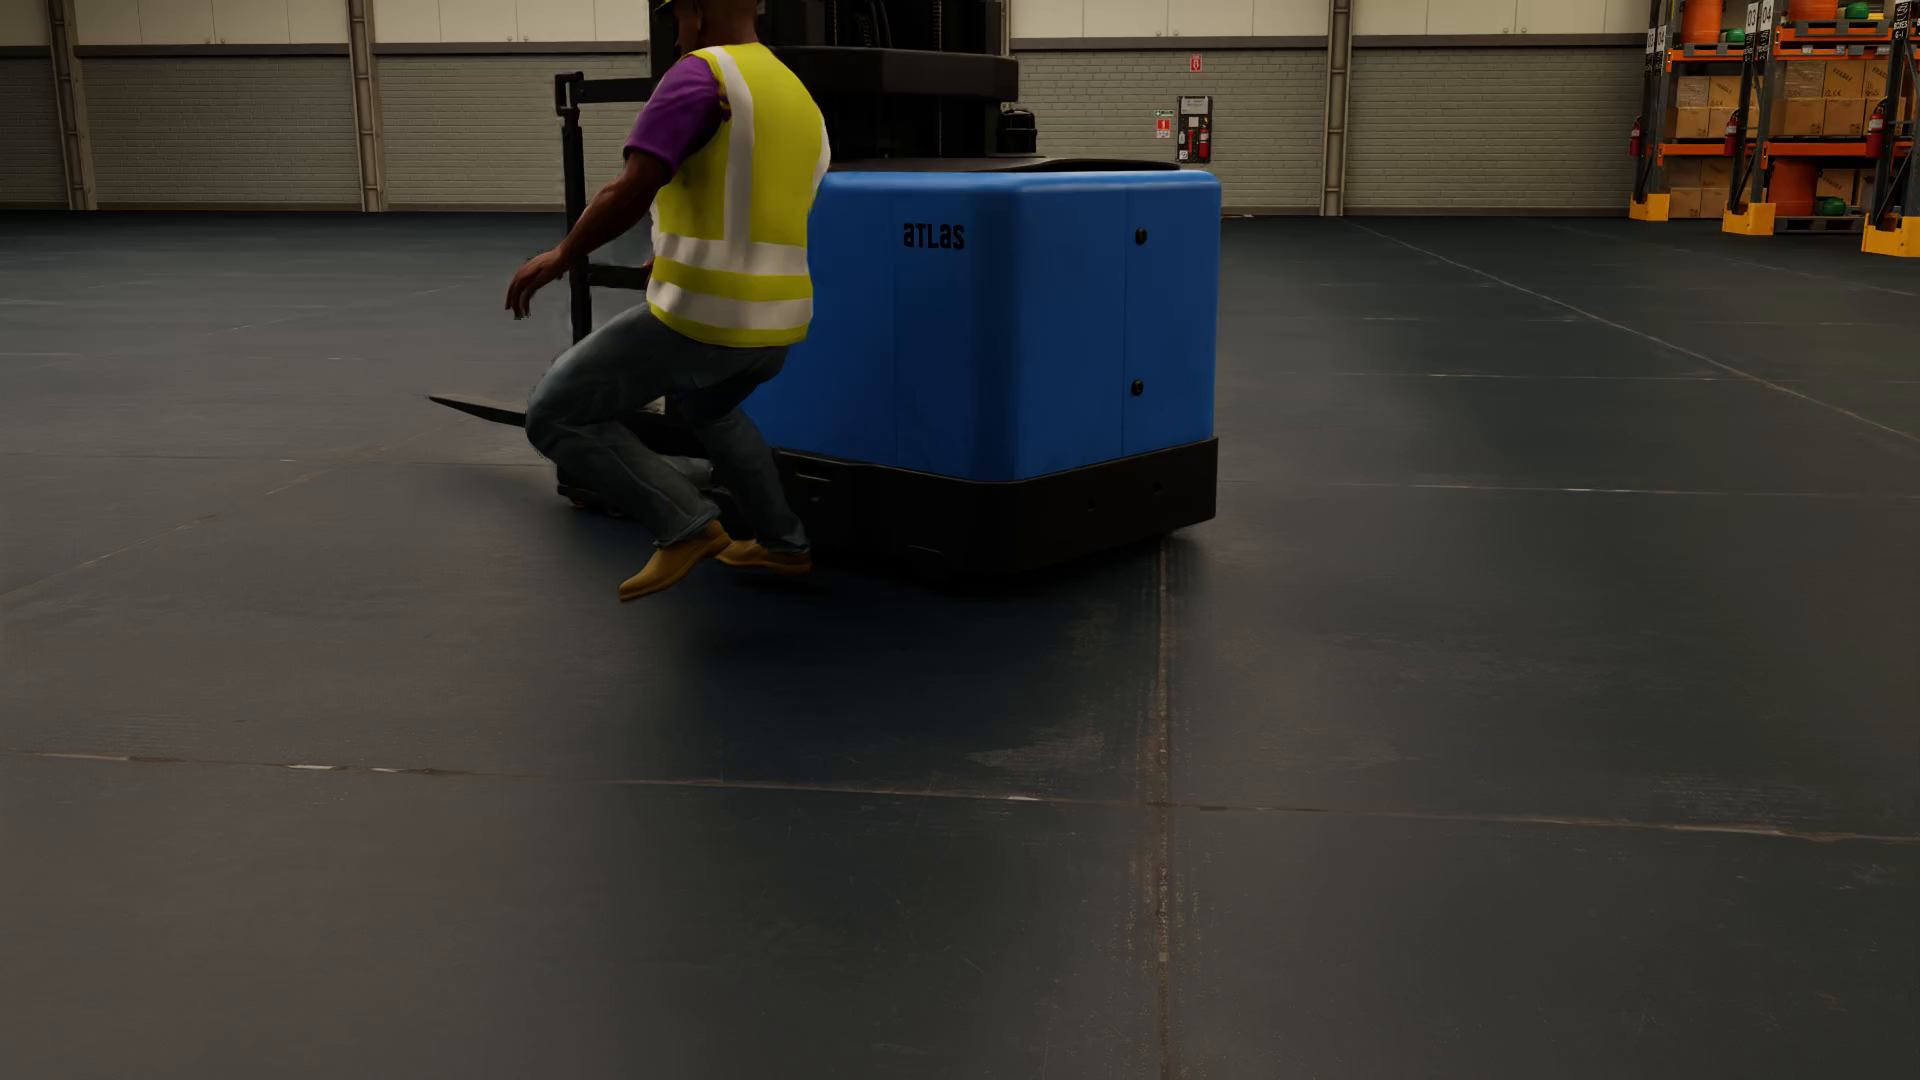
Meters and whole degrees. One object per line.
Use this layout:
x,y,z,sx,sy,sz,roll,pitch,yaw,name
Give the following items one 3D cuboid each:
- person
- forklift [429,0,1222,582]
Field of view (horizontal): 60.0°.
-0.699,-0.608,3.964,0.733,1.556,0.864,7,15,29,person
-0.669,-1.577,5.254,3.031,2.935,1.130,12,18,41,forklift
